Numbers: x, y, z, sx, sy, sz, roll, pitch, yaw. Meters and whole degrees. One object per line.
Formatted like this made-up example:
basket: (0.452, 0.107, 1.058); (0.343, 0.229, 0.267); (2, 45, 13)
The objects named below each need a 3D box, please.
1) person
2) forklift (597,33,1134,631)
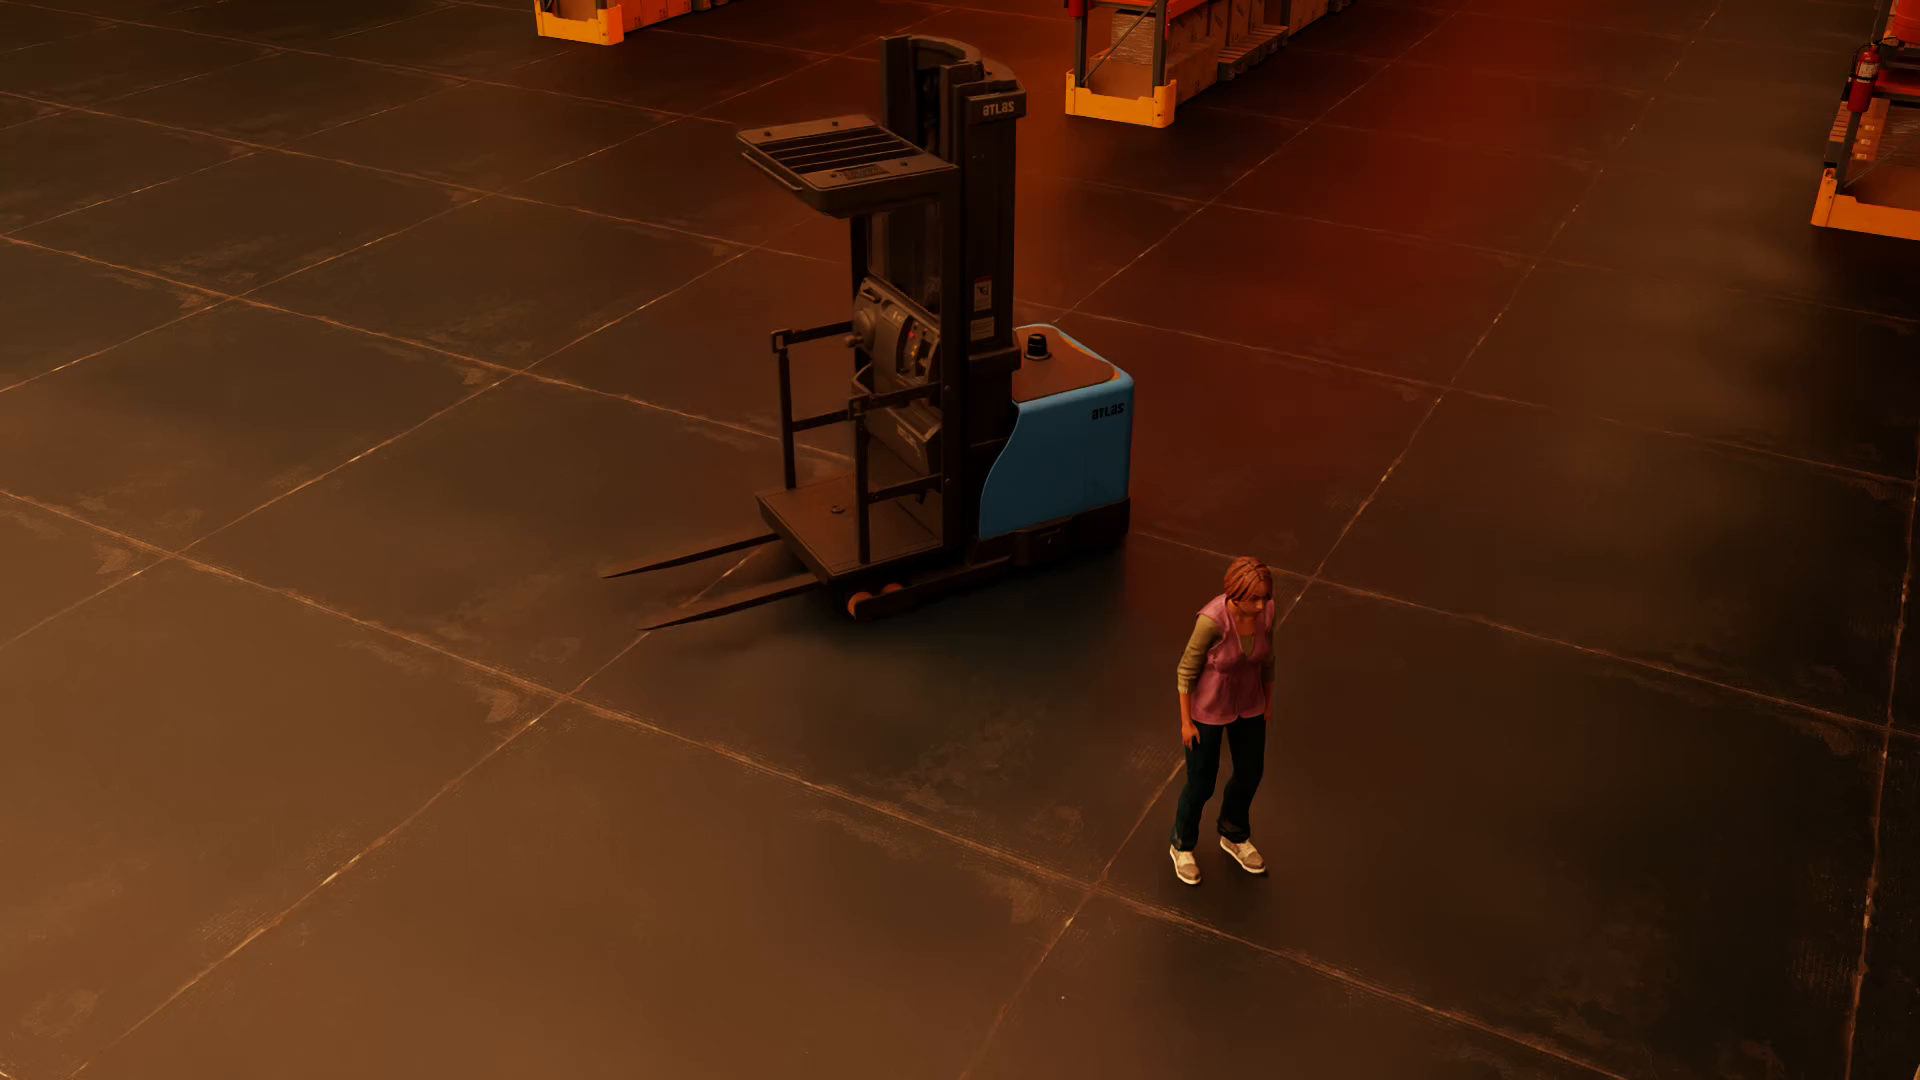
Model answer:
person: (1.146, 0.752, 7.116); (0.464, 1.596, 0.357); (-11, 32, -18)
forklift: (-0.531, -1.116, 9.005); (3.031, 2.935, 1.130); (-16, 33, -25)
